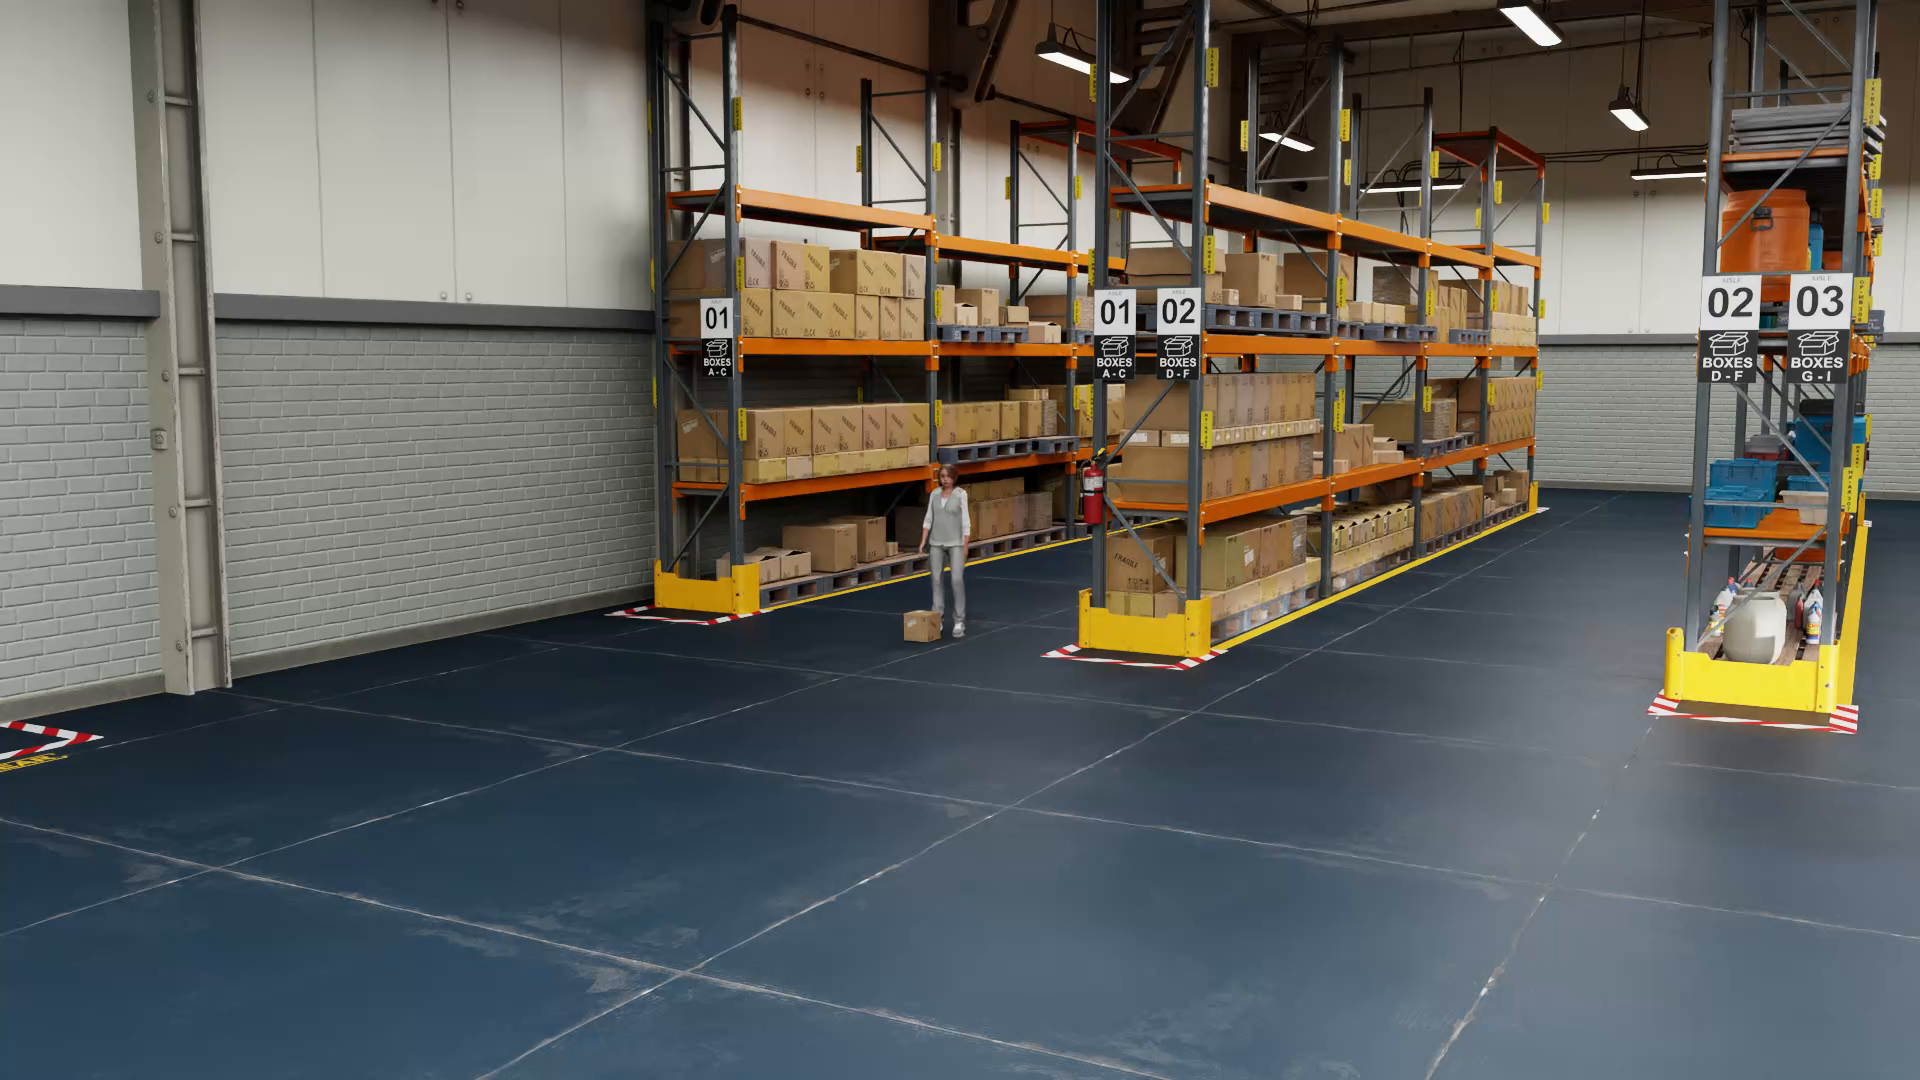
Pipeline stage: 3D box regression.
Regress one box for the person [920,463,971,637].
[{"bbox_3d":[-0.143,0.085,15.715,0.434,1.626,0.420,2,7,21],"label":"person"}]
